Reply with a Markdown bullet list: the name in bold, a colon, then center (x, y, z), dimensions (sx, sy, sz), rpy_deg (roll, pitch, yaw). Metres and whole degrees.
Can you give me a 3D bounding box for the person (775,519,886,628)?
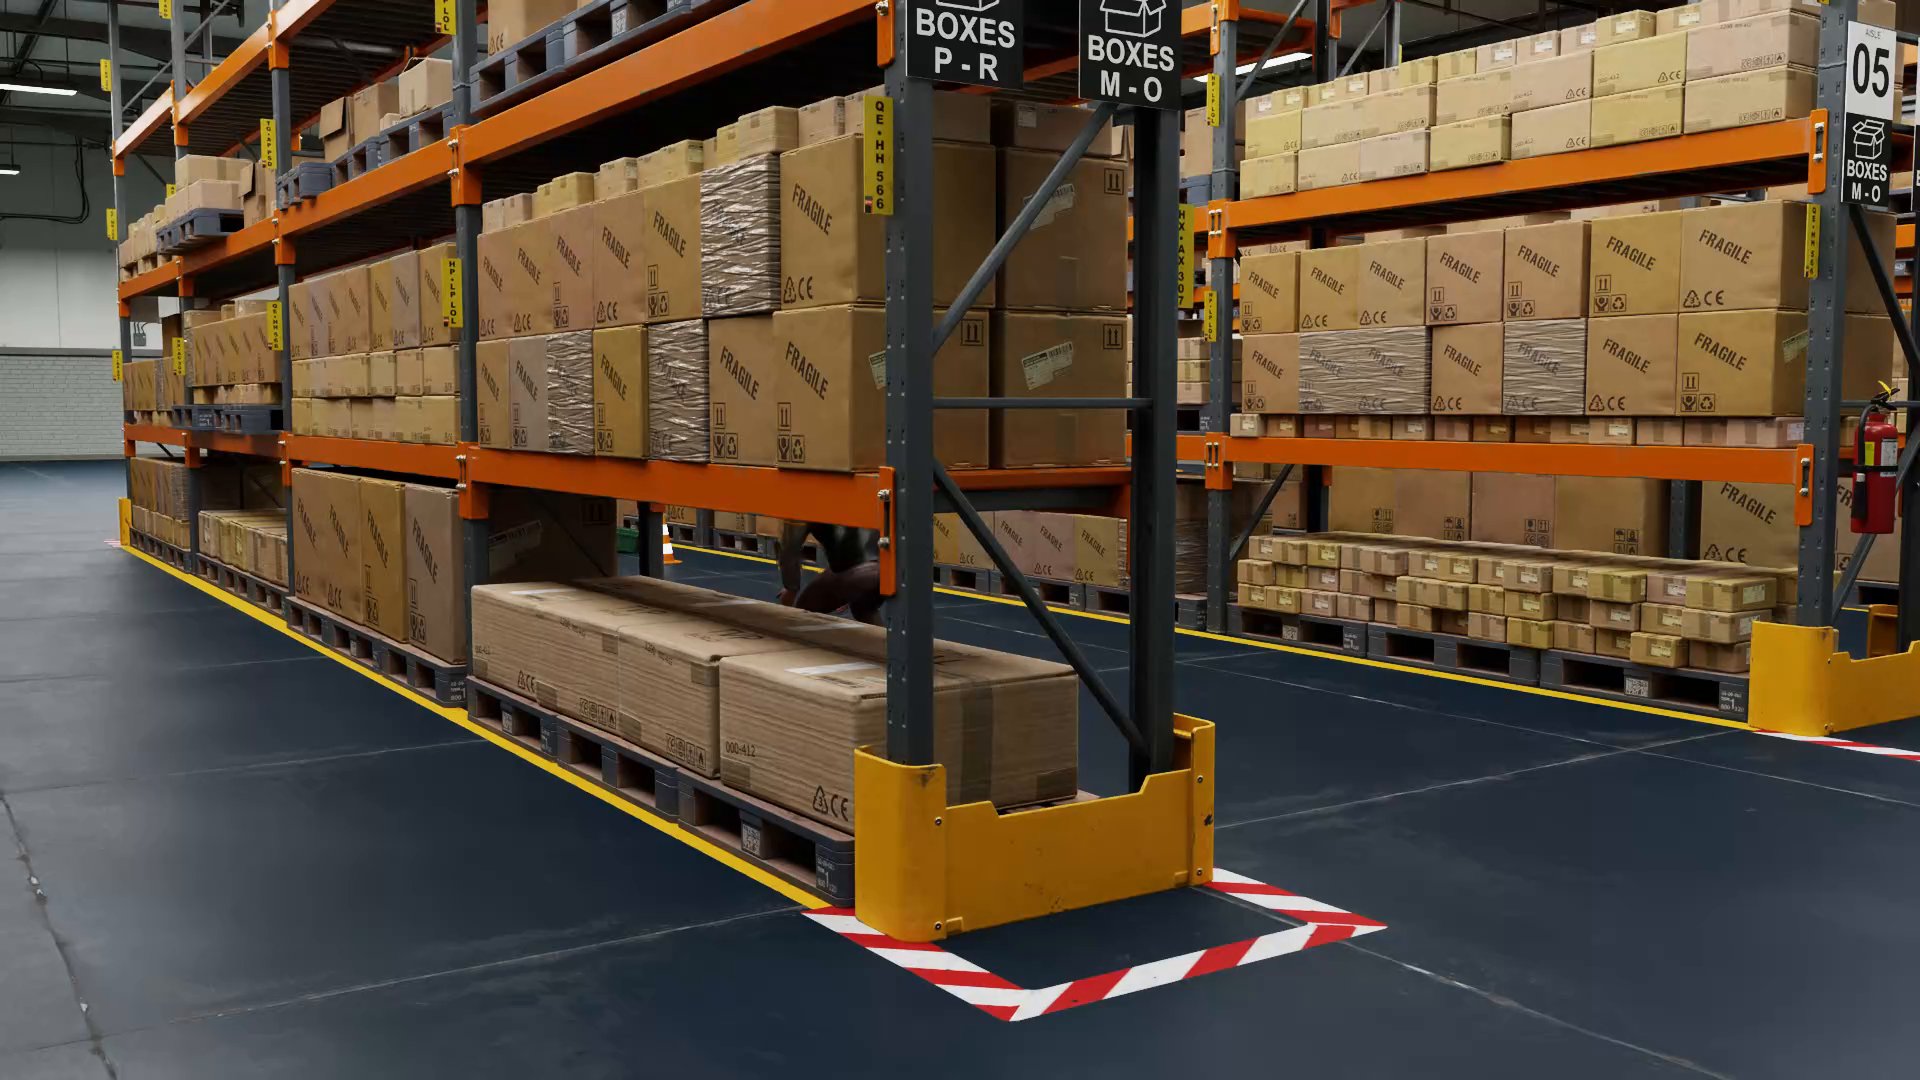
- **person**: center (-0.651, 0.185, 9.018), dimensions (0.578, 1.188, 0.804), rpy_deg (-3, 6, -34)
